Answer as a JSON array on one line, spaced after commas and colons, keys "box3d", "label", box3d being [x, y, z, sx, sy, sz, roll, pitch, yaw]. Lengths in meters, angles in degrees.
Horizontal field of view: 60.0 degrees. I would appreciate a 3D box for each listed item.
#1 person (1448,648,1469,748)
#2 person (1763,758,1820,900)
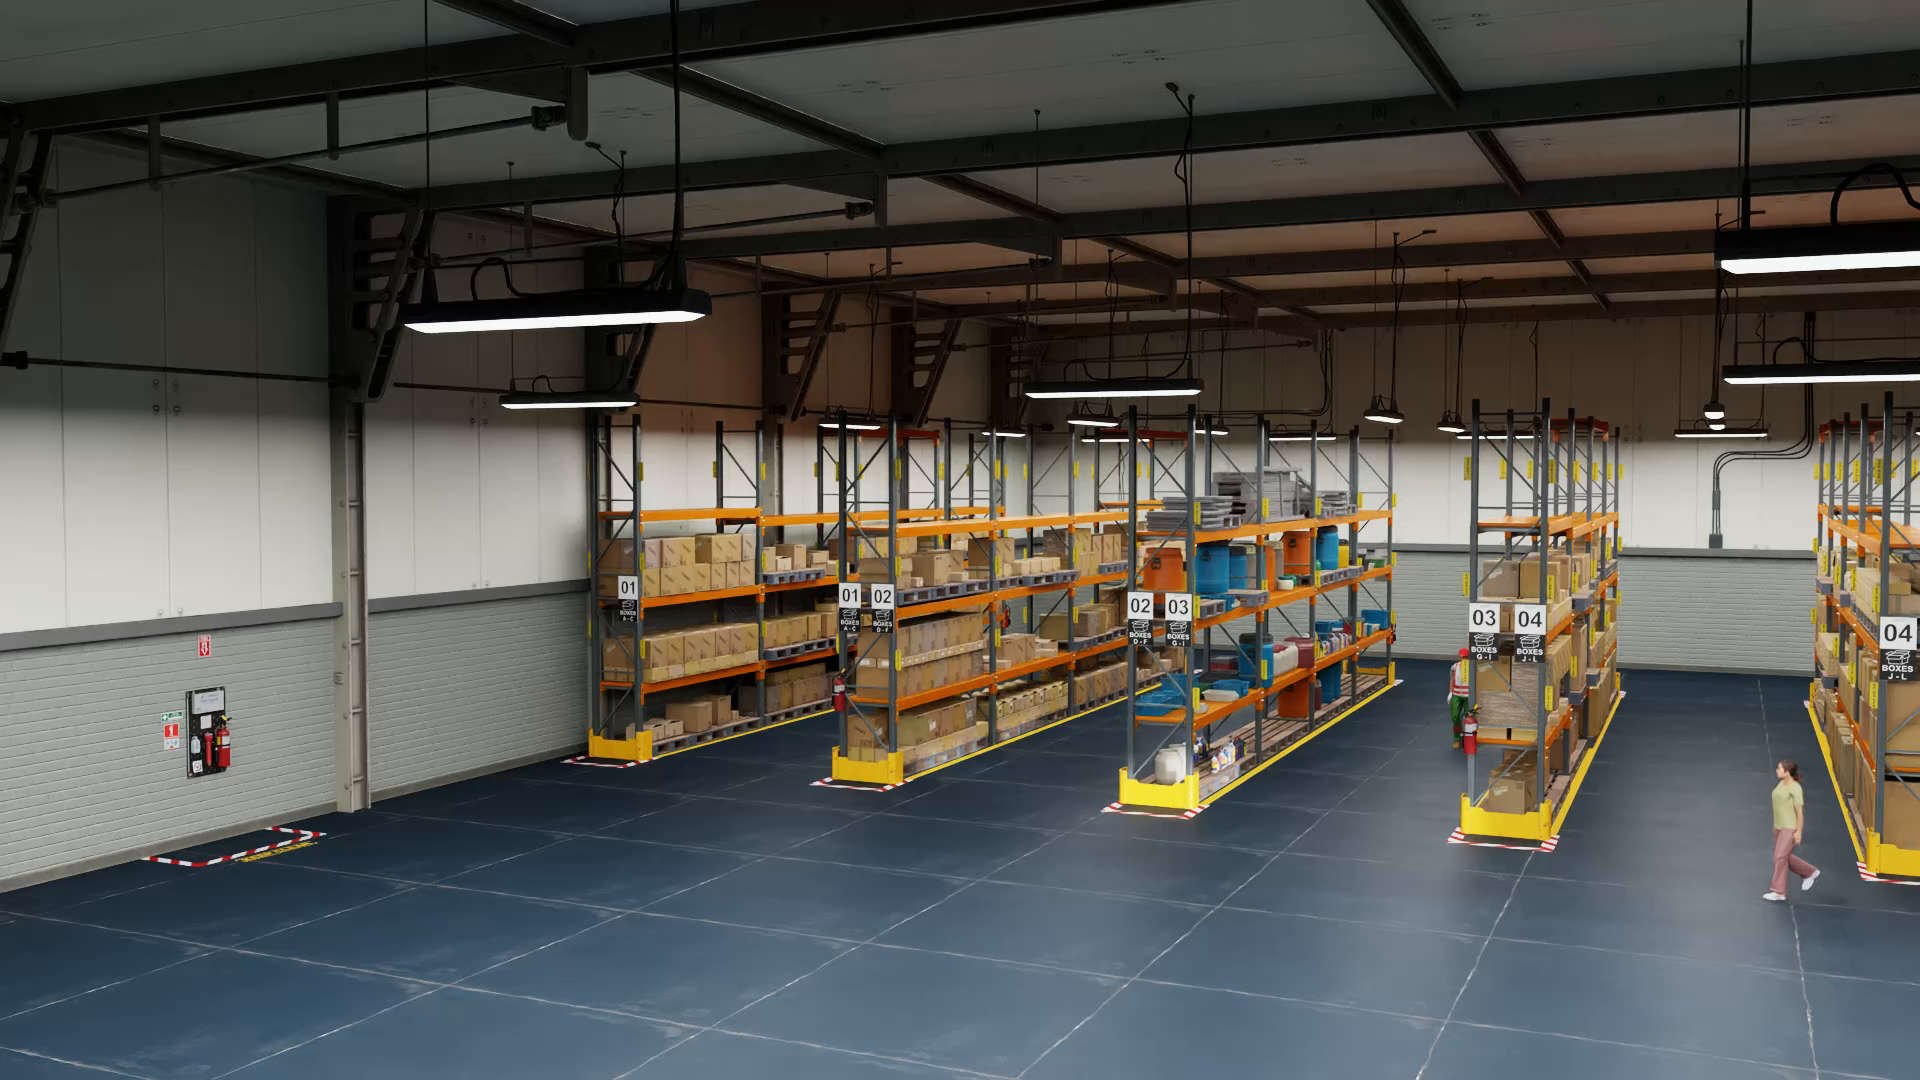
[{"box3d": [9.157, 2.877, 30.252, 0.623, 1.825, 0.596, 2, 3, 37], "label": "person"}, {"box3d": [9.727, 3.363, 19.406, 0.810, 1.645, 0.452, 0, 2, -12], "label": "person"}]
